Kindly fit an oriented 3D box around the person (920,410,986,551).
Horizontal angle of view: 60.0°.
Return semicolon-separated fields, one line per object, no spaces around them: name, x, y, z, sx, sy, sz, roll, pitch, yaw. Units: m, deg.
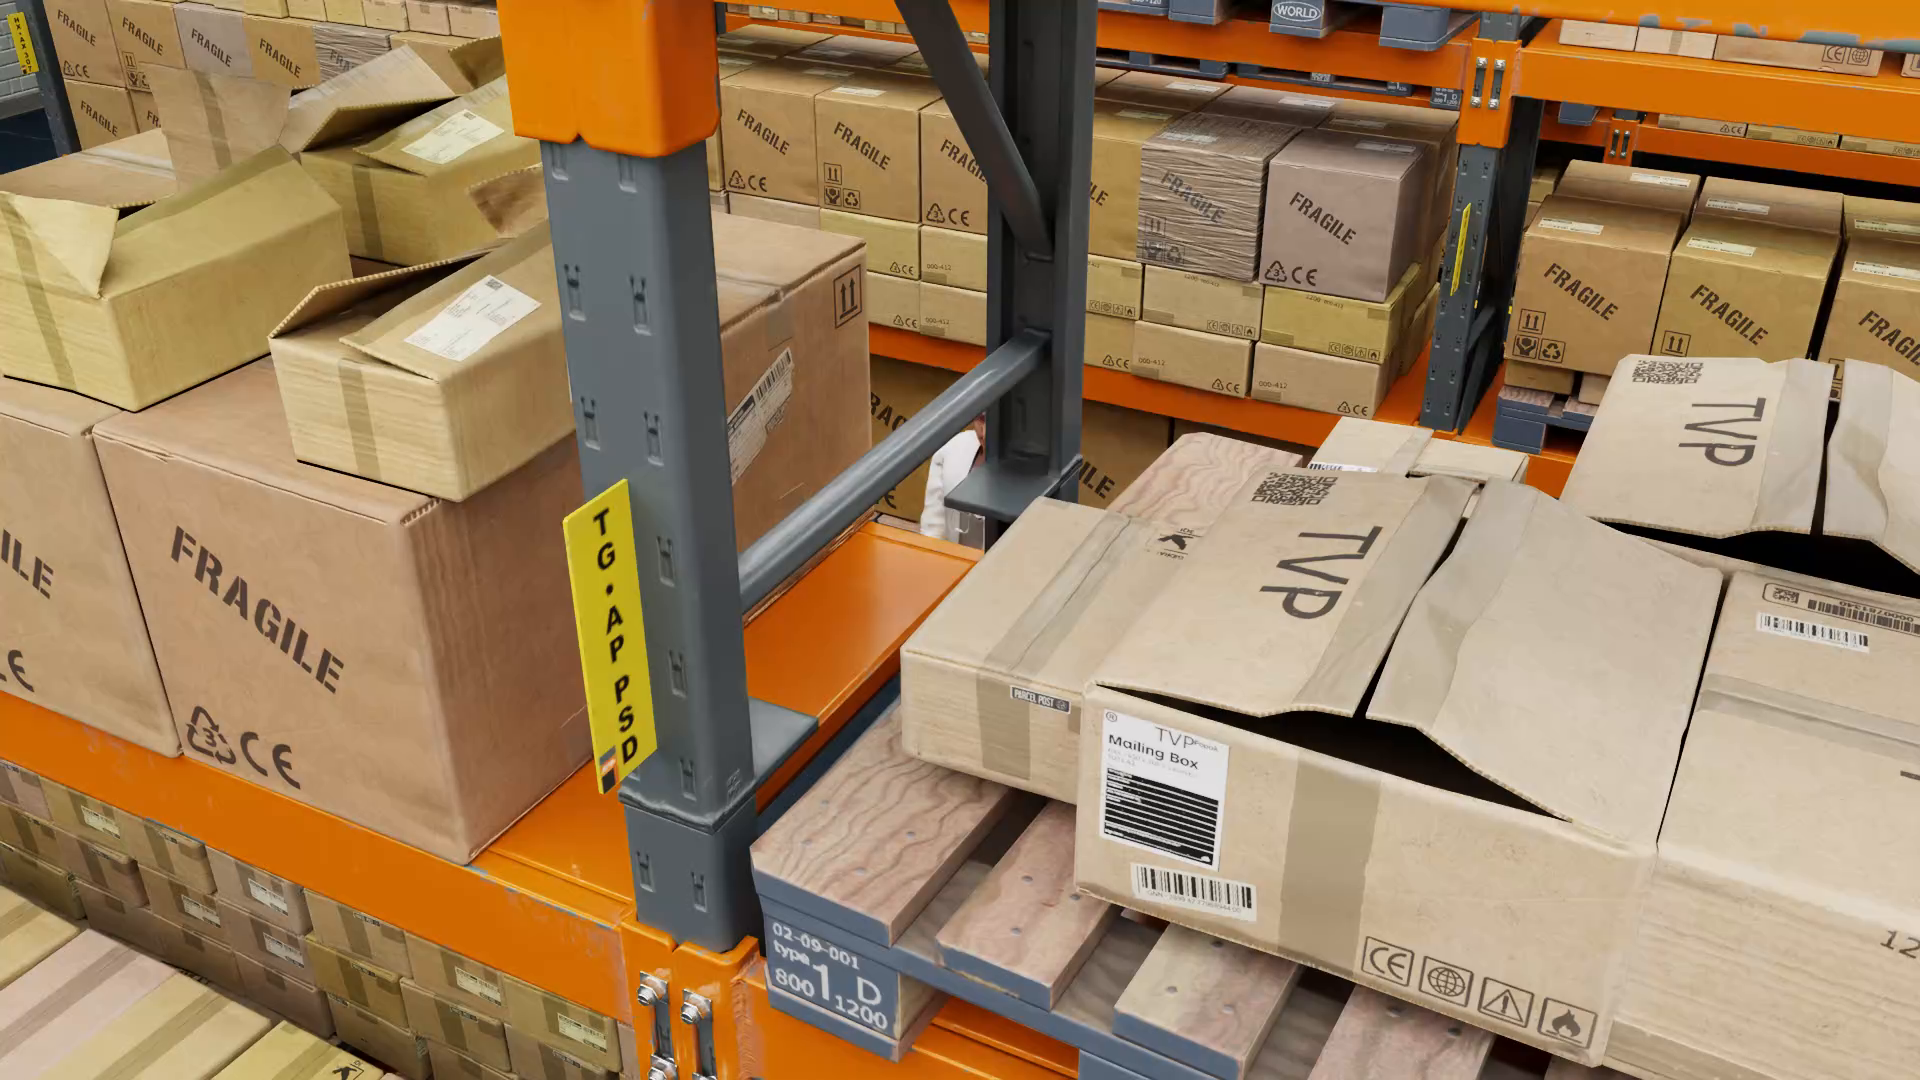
person;0.064;0.269;6.175;0.522;1.780;0.556;14;32;23
